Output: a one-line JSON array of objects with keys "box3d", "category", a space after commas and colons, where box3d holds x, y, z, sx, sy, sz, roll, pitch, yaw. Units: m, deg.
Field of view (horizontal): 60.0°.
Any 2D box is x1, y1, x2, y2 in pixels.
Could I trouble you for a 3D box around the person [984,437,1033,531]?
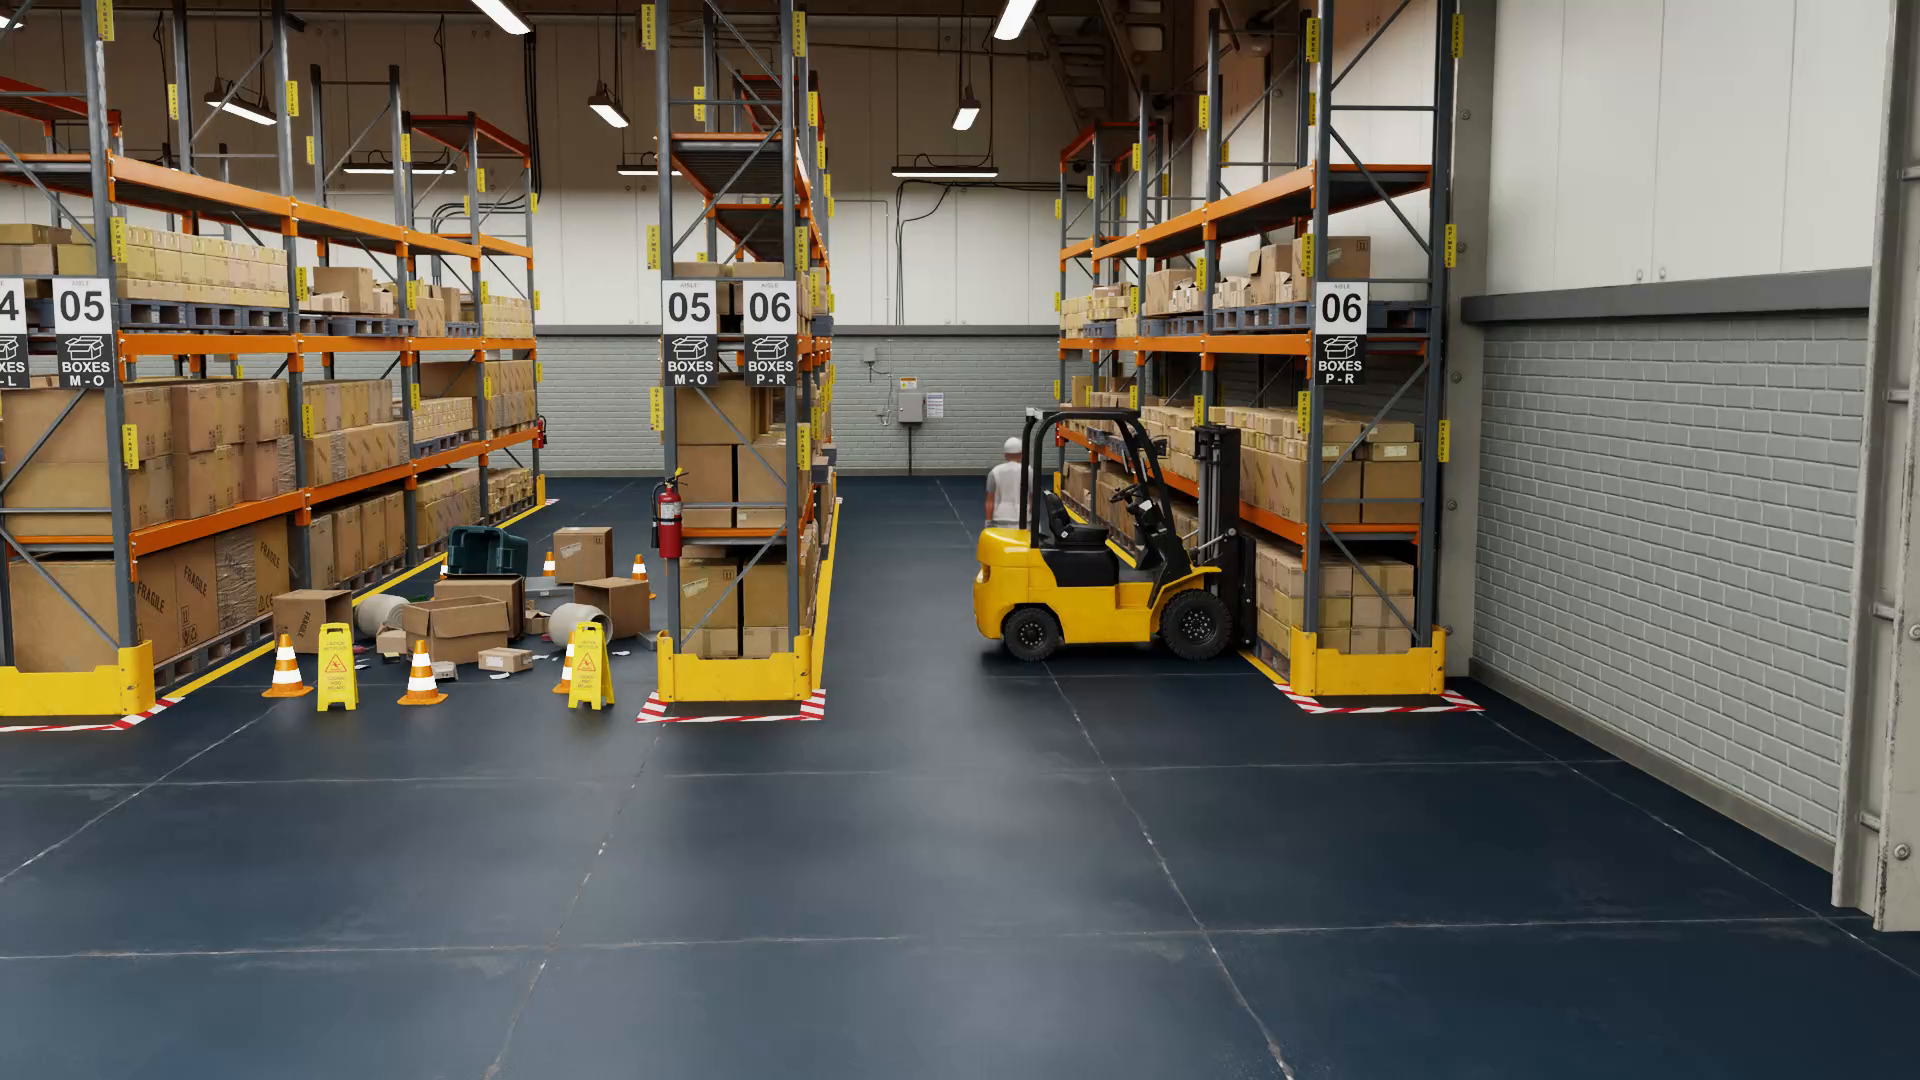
[{"box3d": [0.511, -0.184, 17.140, 0.645, 1.750, 0.890, 2, 7, 16], "category": "person"}]
